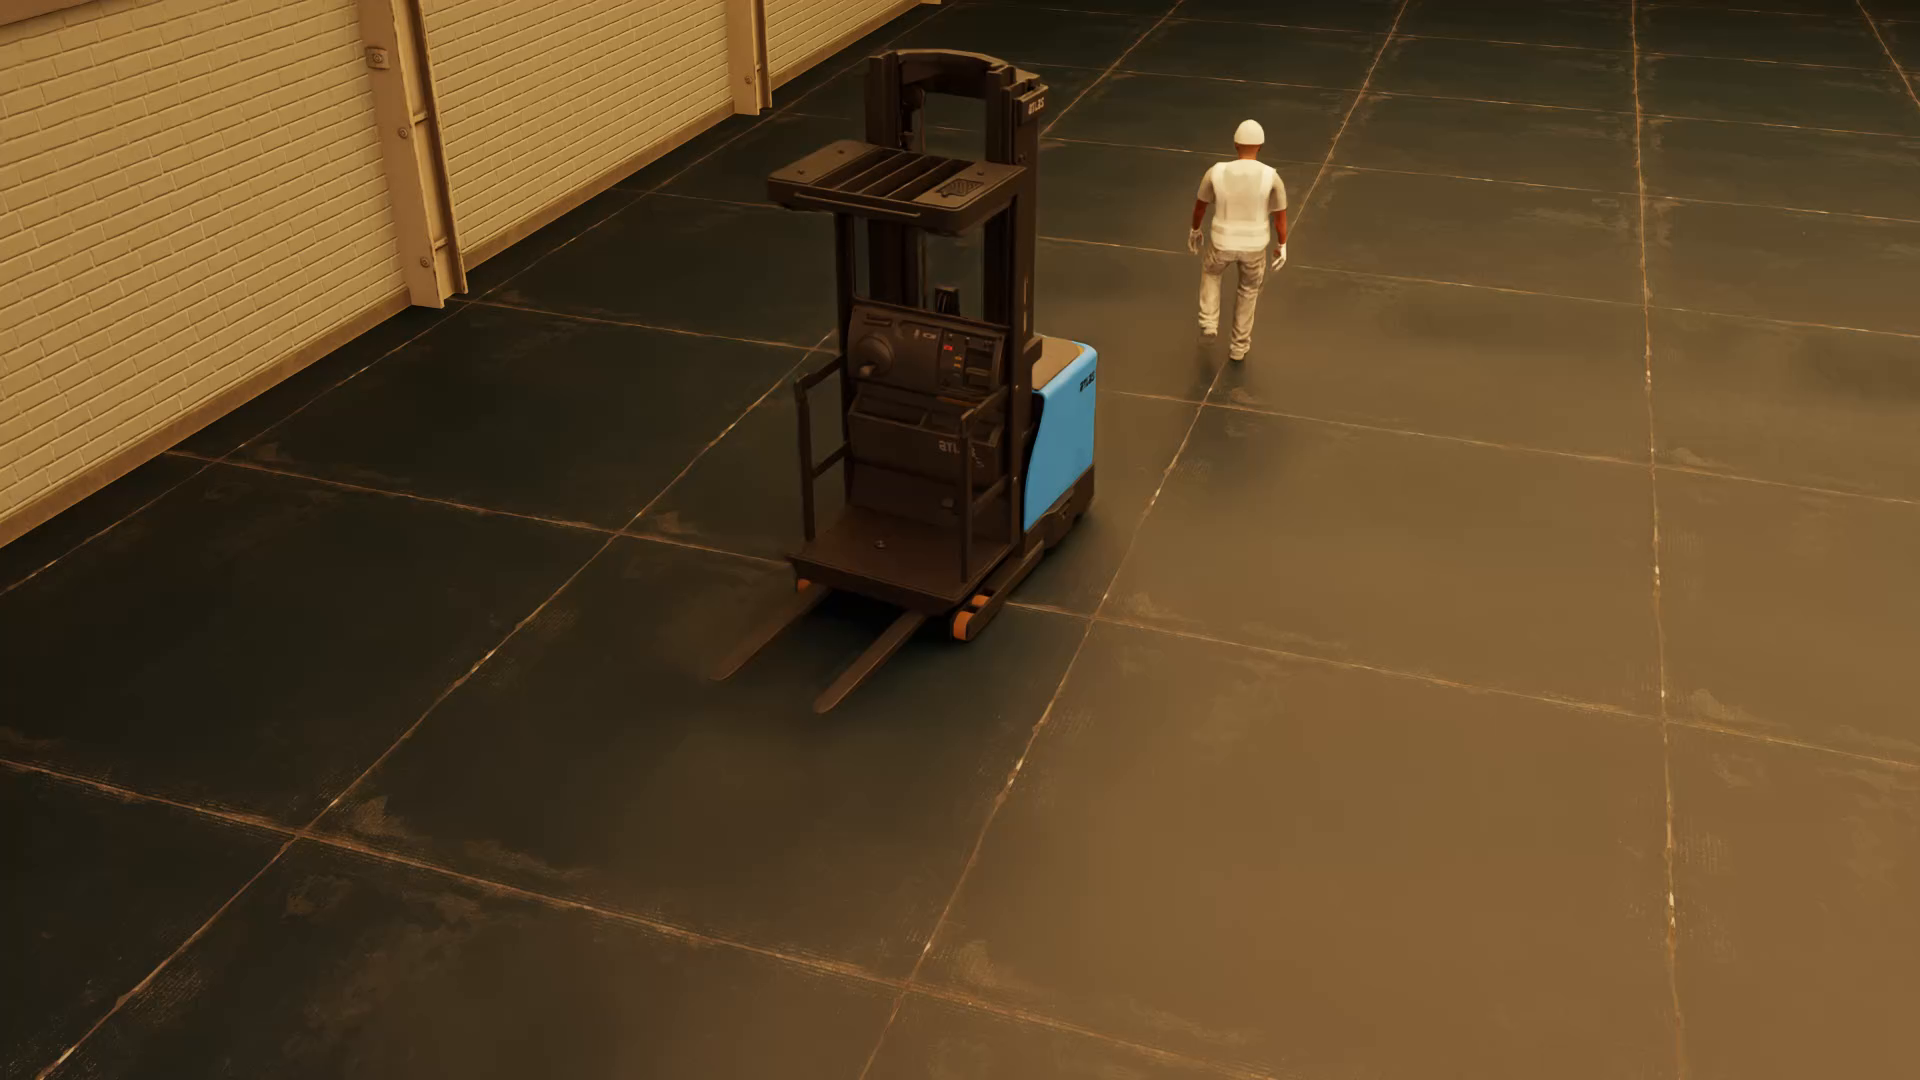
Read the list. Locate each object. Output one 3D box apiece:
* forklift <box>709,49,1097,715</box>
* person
[{"bbox_3d":[-0.285,-0.969,8.837,1.130,2.935,3.031,14,33,23],"label":"forklift"},{"bbox_3d":[2.034,-2.208,12.190,0.716,1.765,0.468,5,30,9],"label":"person"}]
